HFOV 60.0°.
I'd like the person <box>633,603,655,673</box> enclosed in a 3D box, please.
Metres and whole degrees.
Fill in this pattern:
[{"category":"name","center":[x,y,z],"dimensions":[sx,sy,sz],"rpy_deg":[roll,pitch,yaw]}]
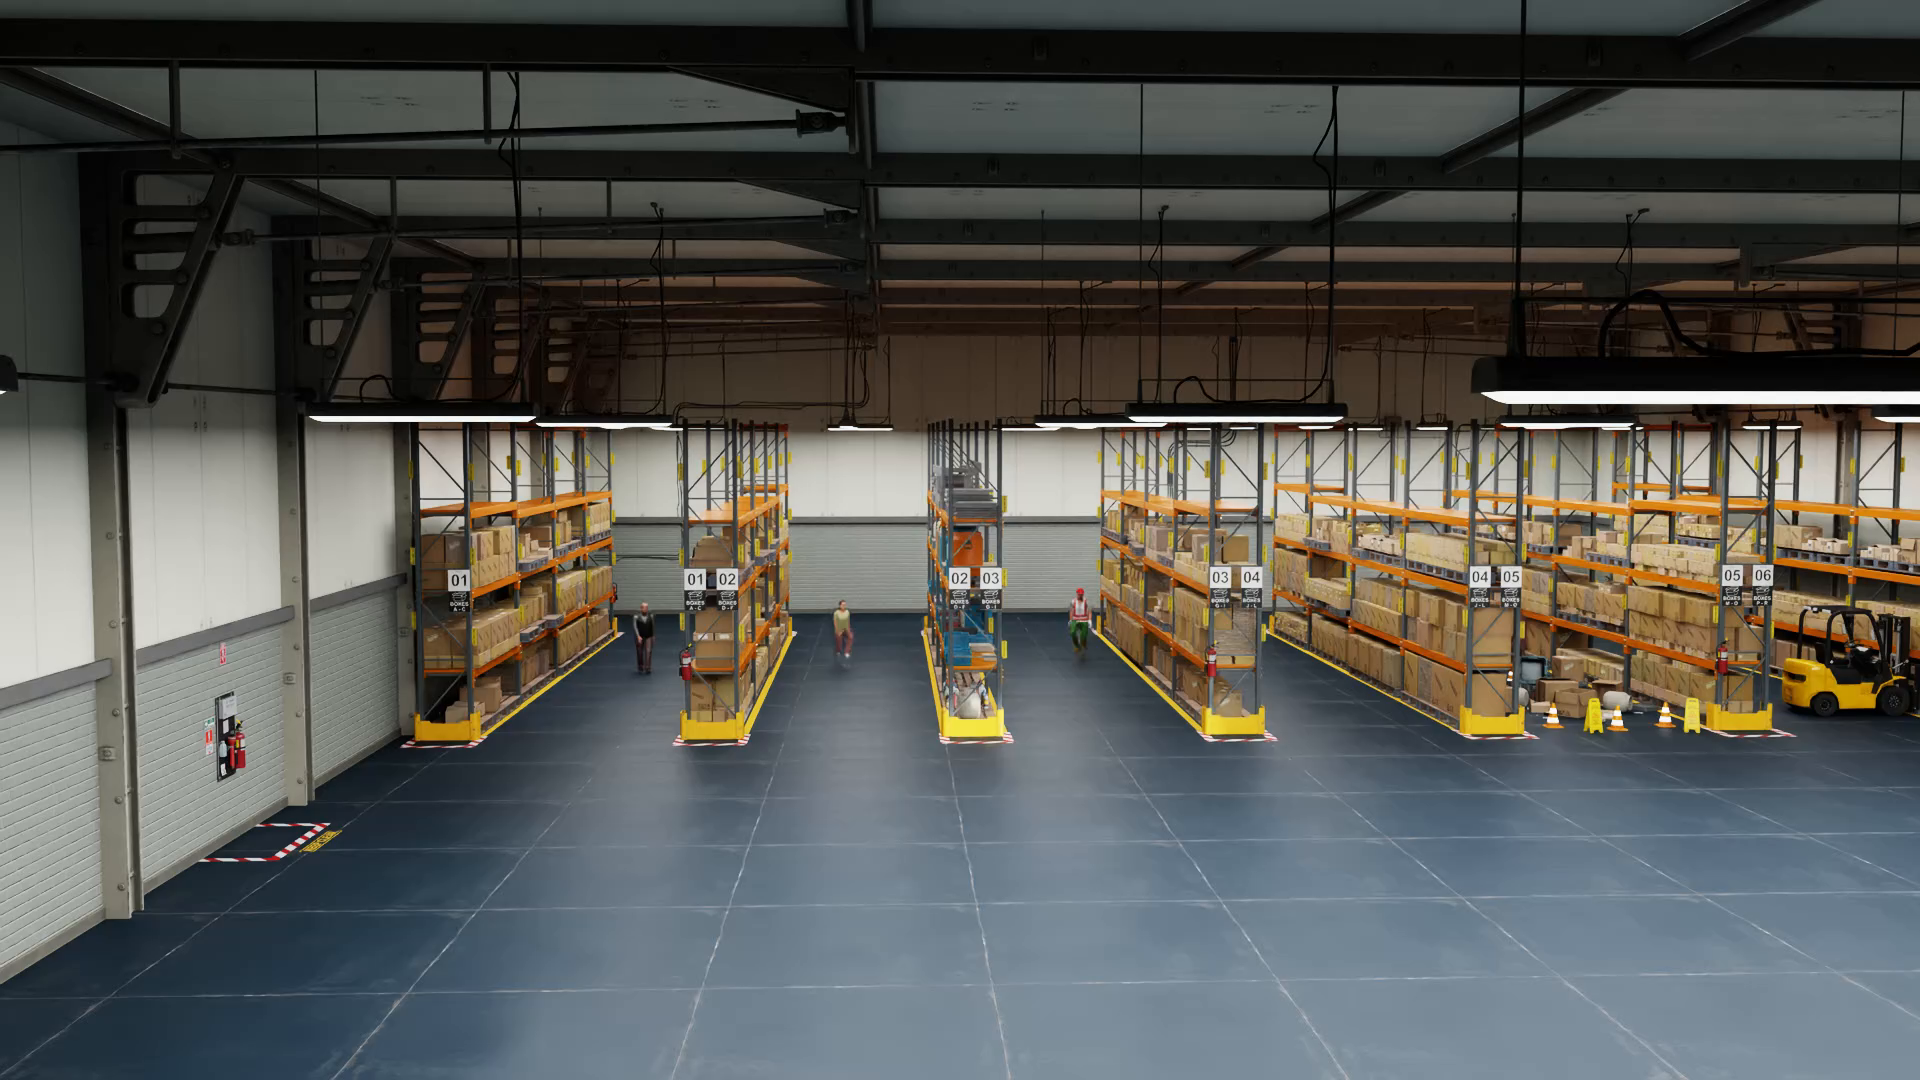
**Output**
[{"category":"person","center":[-7.531,2.332,39.699],"dimensions":[0.537,1.658,1.015],"rpy_deg":[-1,4,-18]}]

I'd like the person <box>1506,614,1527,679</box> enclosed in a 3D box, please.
[{"category":"person","center":[12.984,2.378,38.629],"dimensions":[0.576,1.814,0.594],"rpy_deg":[-1,4,-15]}]

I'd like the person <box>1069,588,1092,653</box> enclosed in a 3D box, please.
[{"category":"person","center":[3.031,2.012,41.875],"dimensions":[0.597,1.609,0.624],"rpy_deg":[0,4,7]}]

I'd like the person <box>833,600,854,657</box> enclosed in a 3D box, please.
[{"category":"person","center":[-2.863,2.156,40.576],"dimensions":[0.451,1.398,1.018],"rpy_deg":[-1,4,-19]}]
